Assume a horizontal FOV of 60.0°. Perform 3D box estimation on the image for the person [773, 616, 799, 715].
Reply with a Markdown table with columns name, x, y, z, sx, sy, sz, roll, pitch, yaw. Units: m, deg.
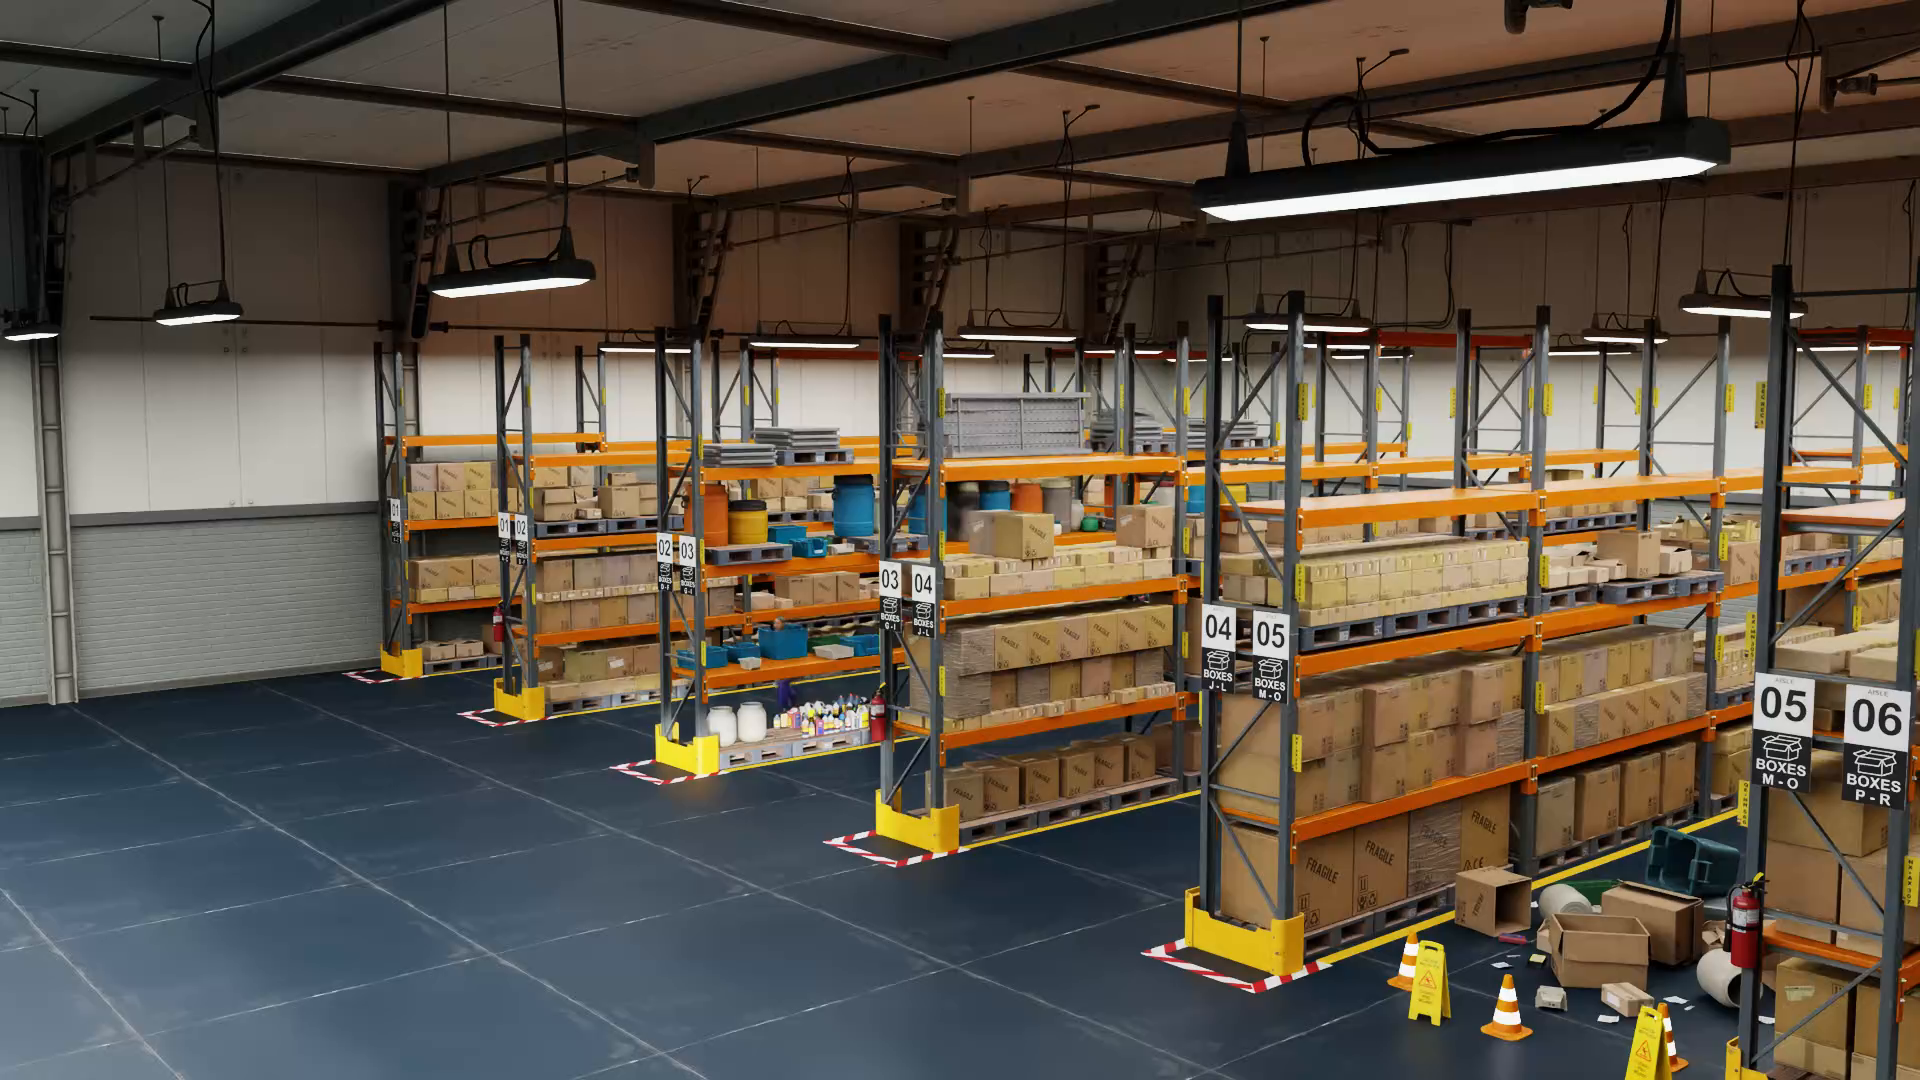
| name | x | y | z | sx | sy | sz | roll | pitch | yaw |
| --- | --- | --- | --- | --- | --- | --- | --- | --- | --- |
| person | -2.746 | 1.990 | 26.313 | 0.598 | 1.594 | 0.823 | 3 | 6 | 27 |
